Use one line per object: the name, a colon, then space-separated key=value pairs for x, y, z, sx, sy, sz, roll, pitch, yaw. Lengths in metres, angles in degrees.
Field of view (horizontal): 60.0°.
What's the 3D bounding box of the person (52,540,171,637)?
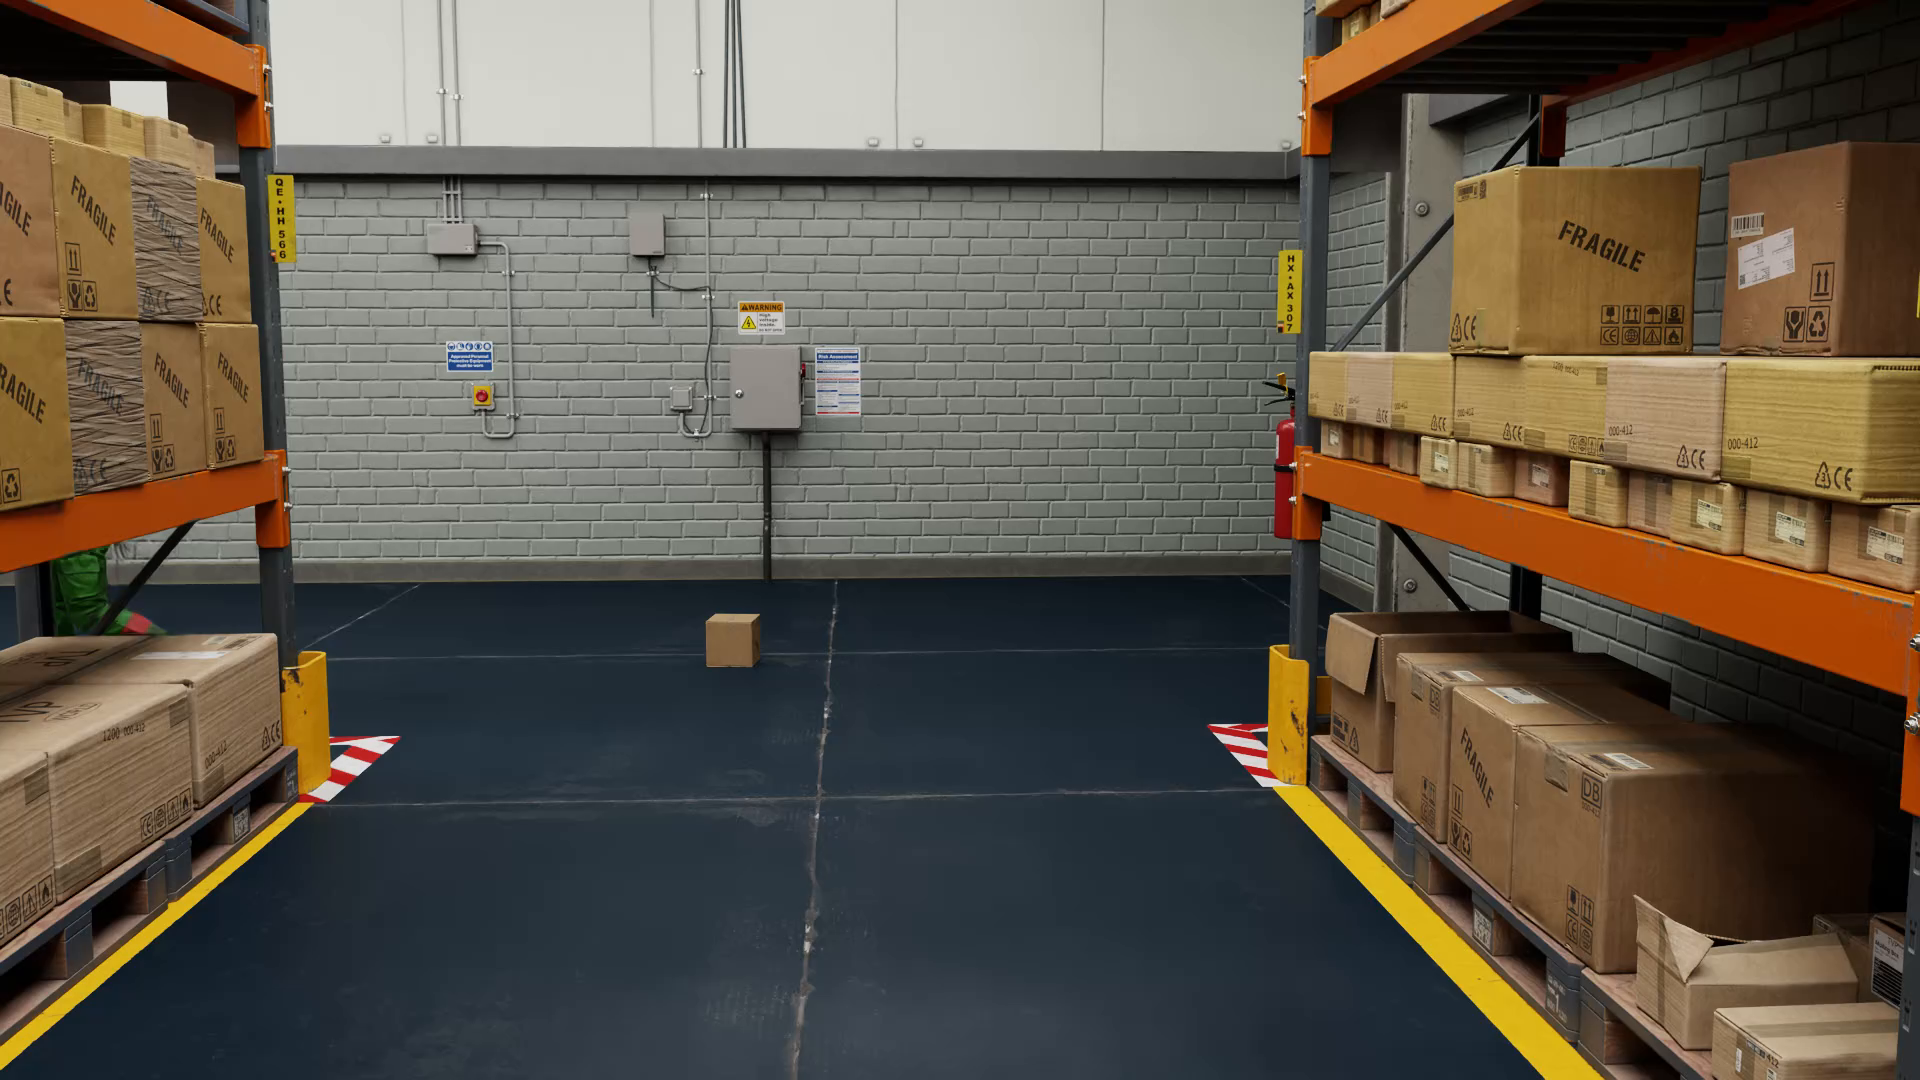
person: x=-4.021 y=-0.068 z=7.683 sx=0.945 sy=1.764 sz=0.547 roll=-2 pitch=7 yaw=-14
